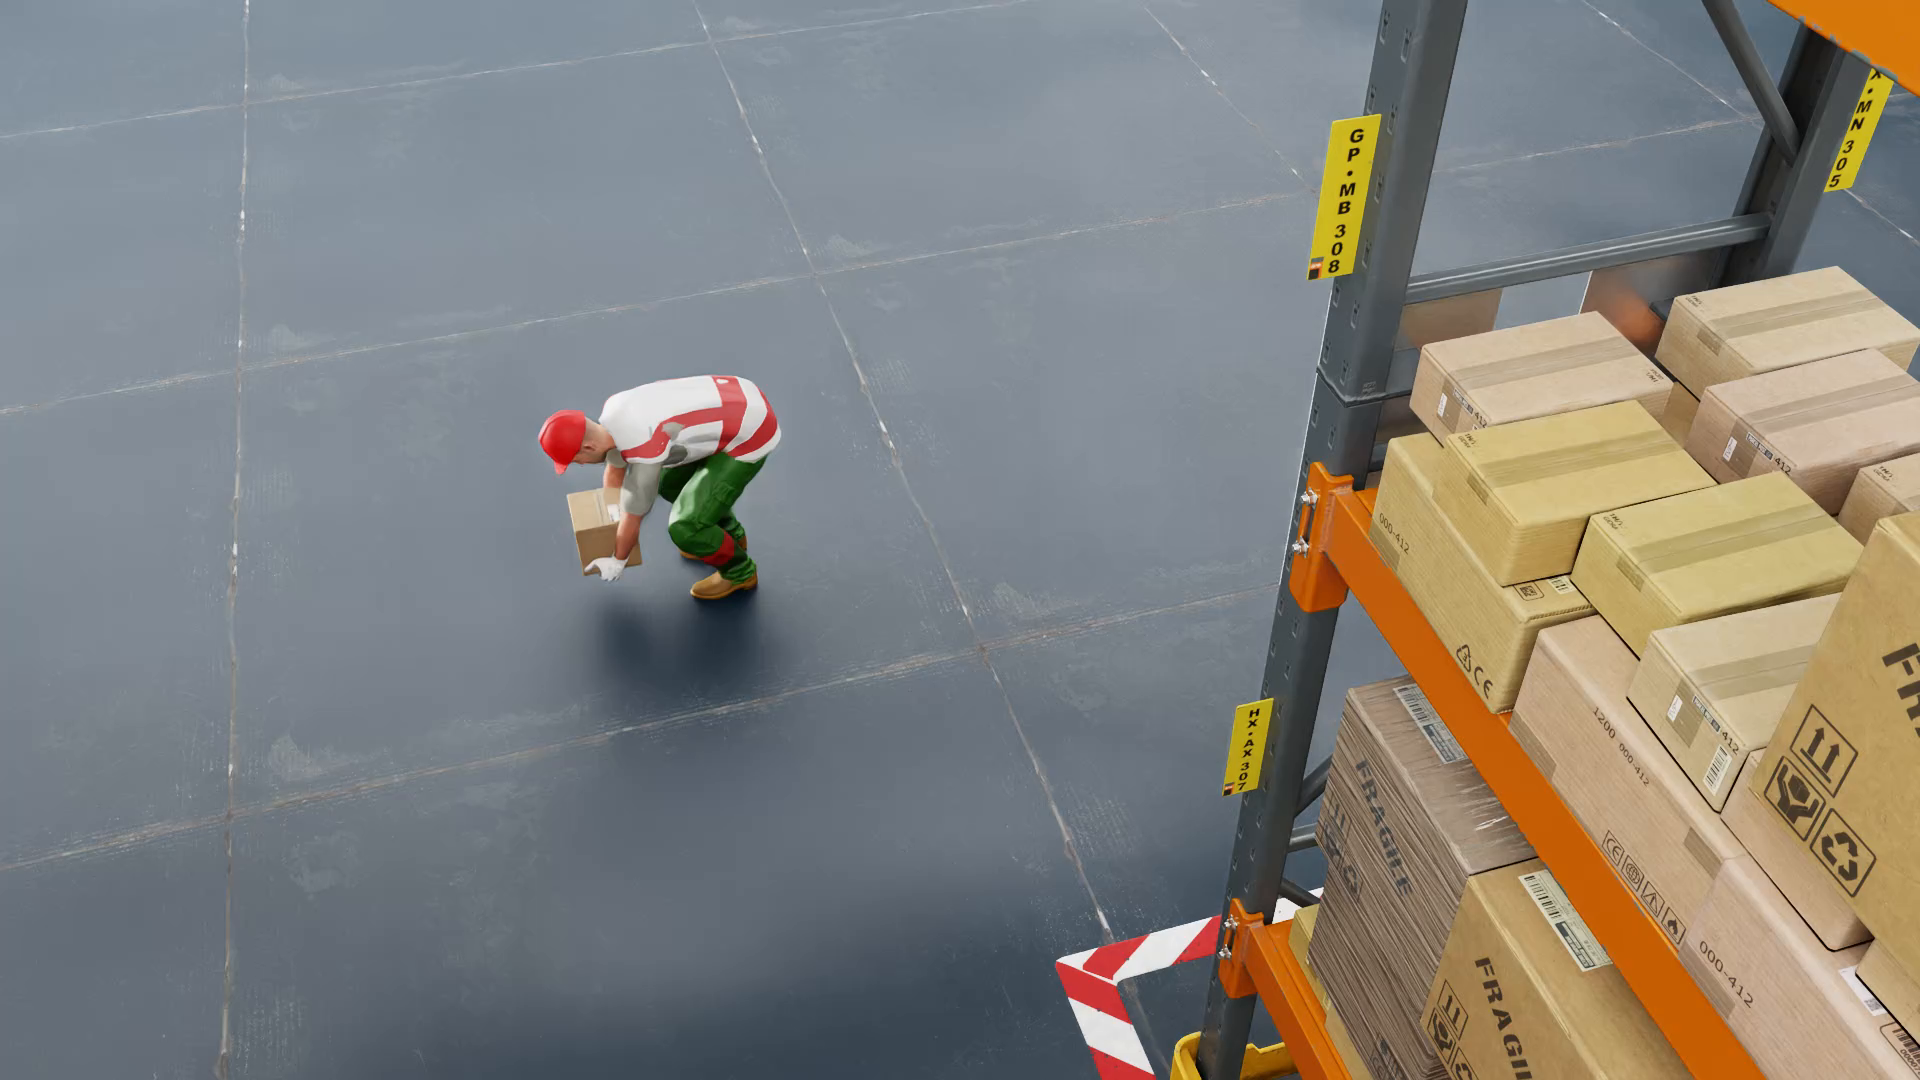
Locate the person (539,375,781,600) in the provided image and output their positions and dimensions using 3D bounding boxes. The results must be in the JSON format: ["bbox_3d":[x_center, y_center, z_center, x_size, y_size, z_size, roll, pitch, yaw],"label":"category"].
[{"bbox_3d":[-1.213,-0.209,6.955,0.958,1.013,0.534,-14,44,-15],"label":"person"}]
